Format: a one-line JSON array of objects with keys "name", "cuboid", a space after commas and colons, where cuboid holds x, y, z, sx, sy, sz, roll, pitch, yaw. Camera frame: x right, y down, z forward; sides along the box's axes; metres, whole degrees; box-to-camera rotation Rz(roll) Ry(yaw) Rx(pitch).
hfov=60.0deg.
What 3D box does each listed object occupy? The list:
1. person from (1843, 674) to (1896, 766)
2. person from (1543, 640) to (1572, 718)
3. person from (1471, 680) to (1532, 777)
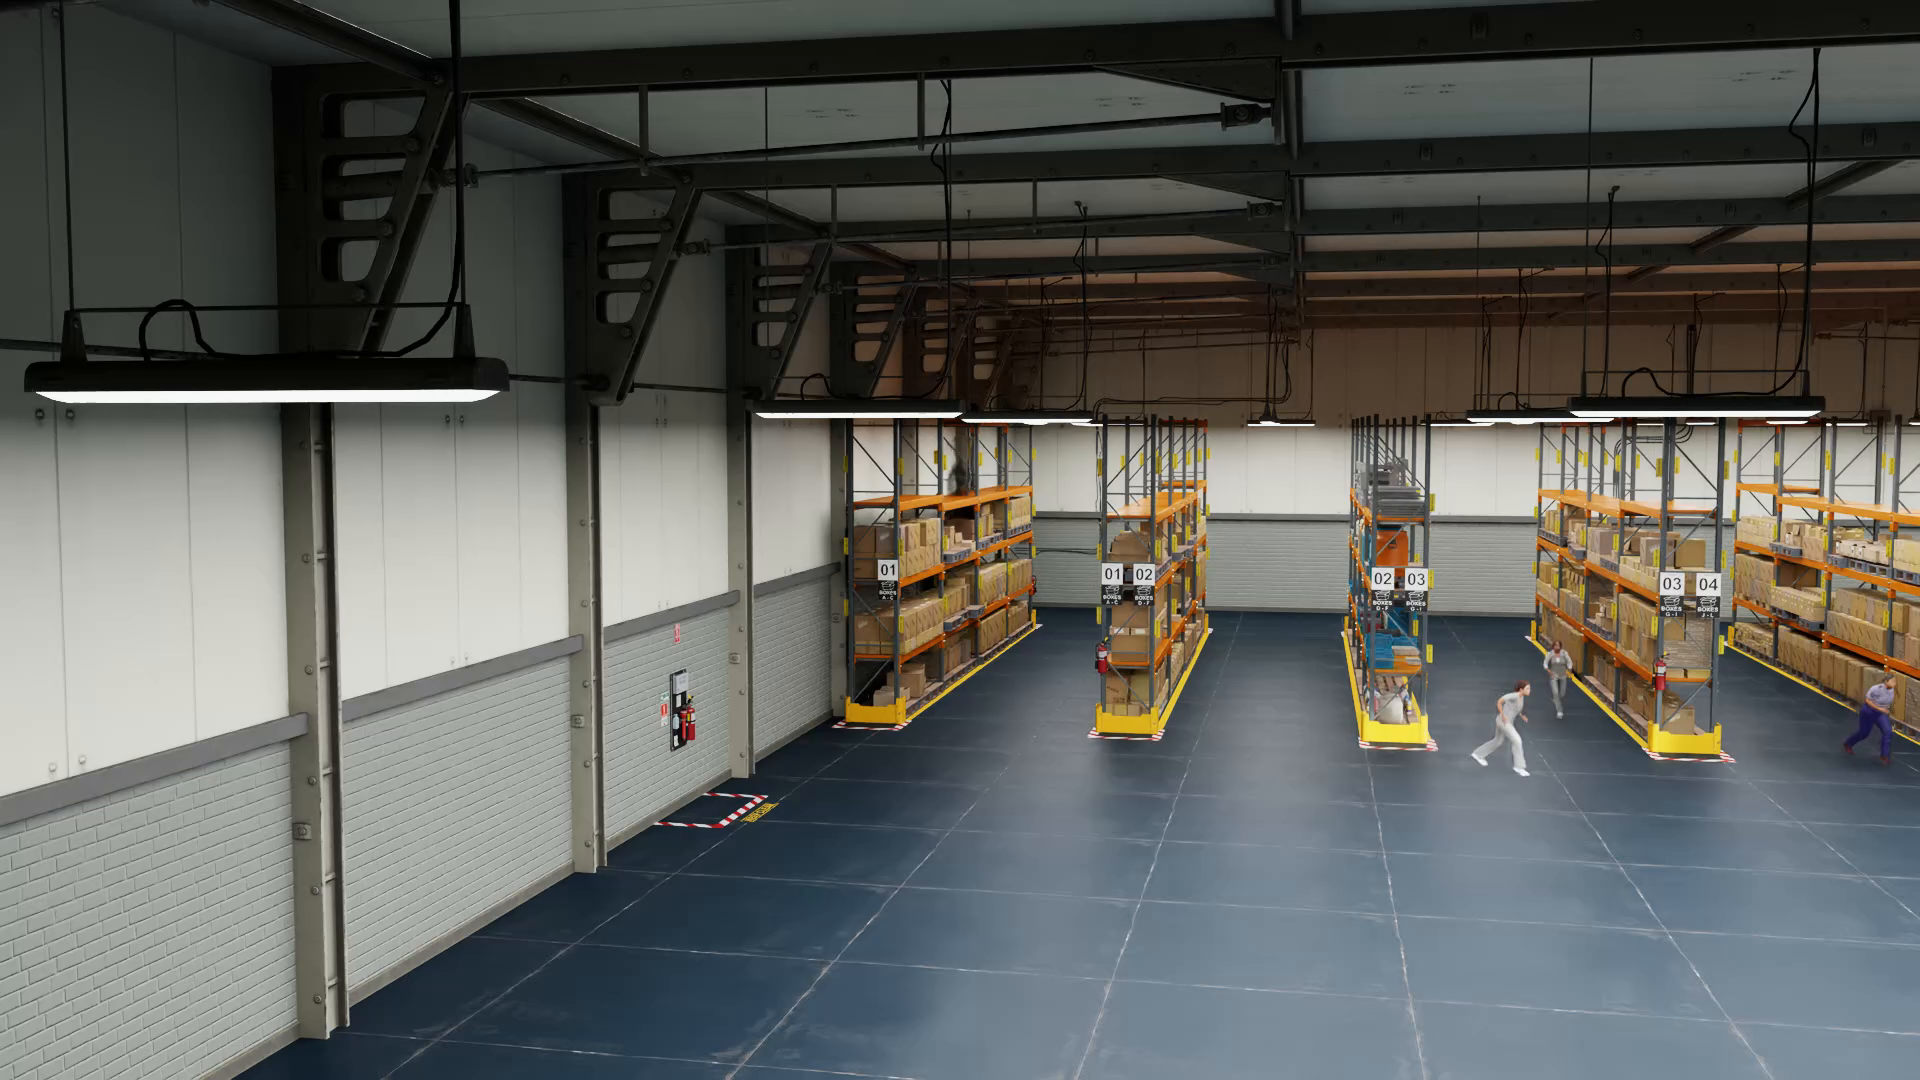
[{"name": "person", "cuboid": [15.715, 3.056, 28.705, 0.648, 1.612, 0.967, -2, 4, -23]}, {"name": "person", "cuboid": [11.939, 2.765, 33.255, 0.566, 1.545, 0.667, 1, 4, 12]}, {"name": "person", "cuboid": [9.003, 3.105, 27.656, 1.003, 1.624, 0.604, 3, 5, 40]}]
